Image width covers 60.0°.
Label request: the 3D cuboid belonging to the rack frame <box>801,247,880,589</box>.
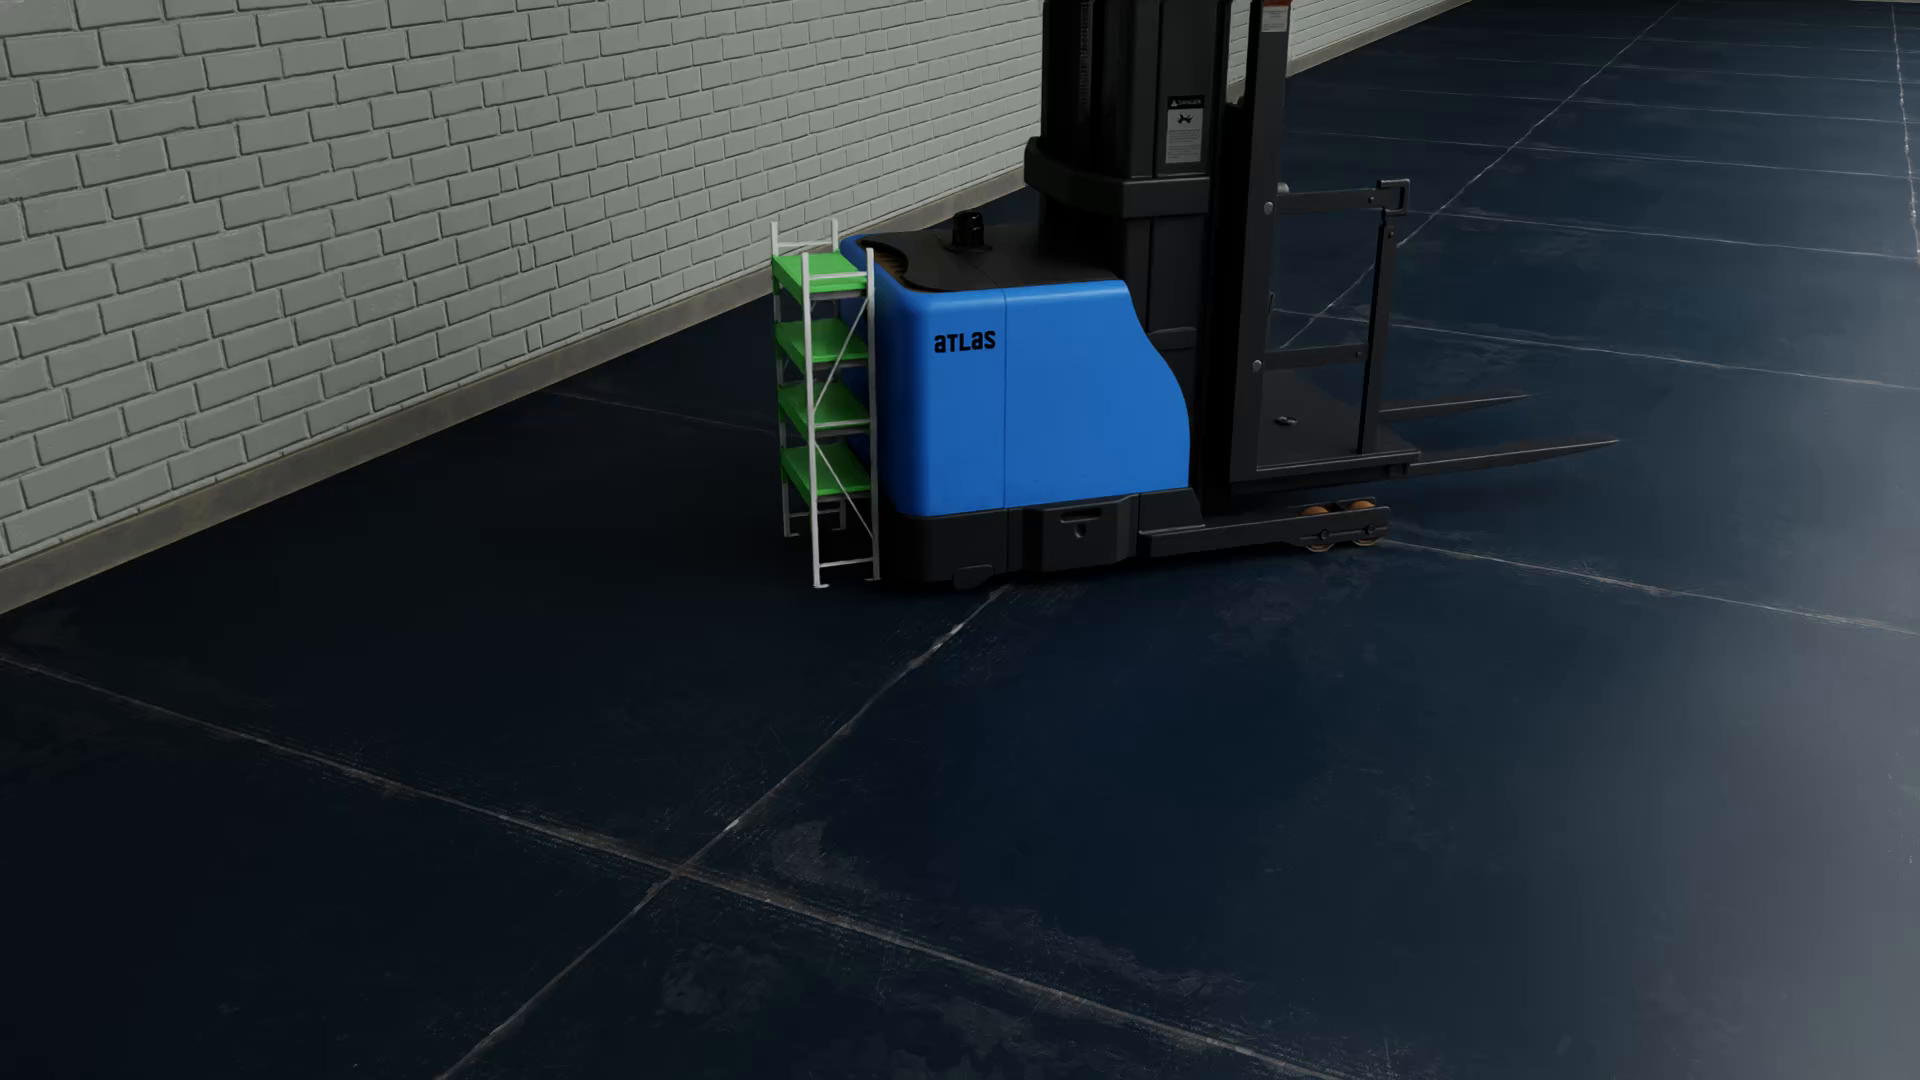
[{"bbox_3d":[-0.402,-0.396,5.683,0.240,1.200,0.015,-7,24,-16],"label":"rack frame"}]

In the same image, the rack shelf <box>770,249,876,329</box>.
[{"bbox_3d":[-0.477,-0.870,5.734,0.258,0.148,0.480,-7,24,-16],"label":"rack shelf"}]

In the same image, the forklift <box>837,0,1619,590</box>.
[{"bbox_3d":[1.095,-1.493,6.049,3.031,2.935,1.130,-7,24,-16],"label":"forklift"}]

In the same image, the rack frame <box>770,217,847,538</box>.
[{"bbox_3d":[-0.551,-0.578,6.111,0.240,1.200,0.015,-7,24,-16],"label":"rack frame"}]

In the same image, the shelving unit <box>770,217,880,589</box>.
[{"bbox_3d":[-0.477,-0.487,5.897,0.258,1.200,0.503,-7,24,-16],"label":"shelving unit"}]

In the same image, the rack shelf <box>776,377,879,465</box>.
[{"bbox_3d":[-0.477,-0.429,5.922,0.258,0.148,0.480,-7,24,-16],"label":"rack shelf"}]

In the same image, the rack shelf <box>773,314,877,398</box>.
[{"bbox_3d":[-0.477,-0.649,5.828,0.258,0.148,0.480,-7,24,-16],"label":"rack shelf"}]

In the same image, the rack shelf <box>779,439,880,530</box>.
[{"bbox_3d":[-0.477,-0.208,6.016,0.258,0.148,0.480,-7,24,-16],"label":"rack shelf"}]
